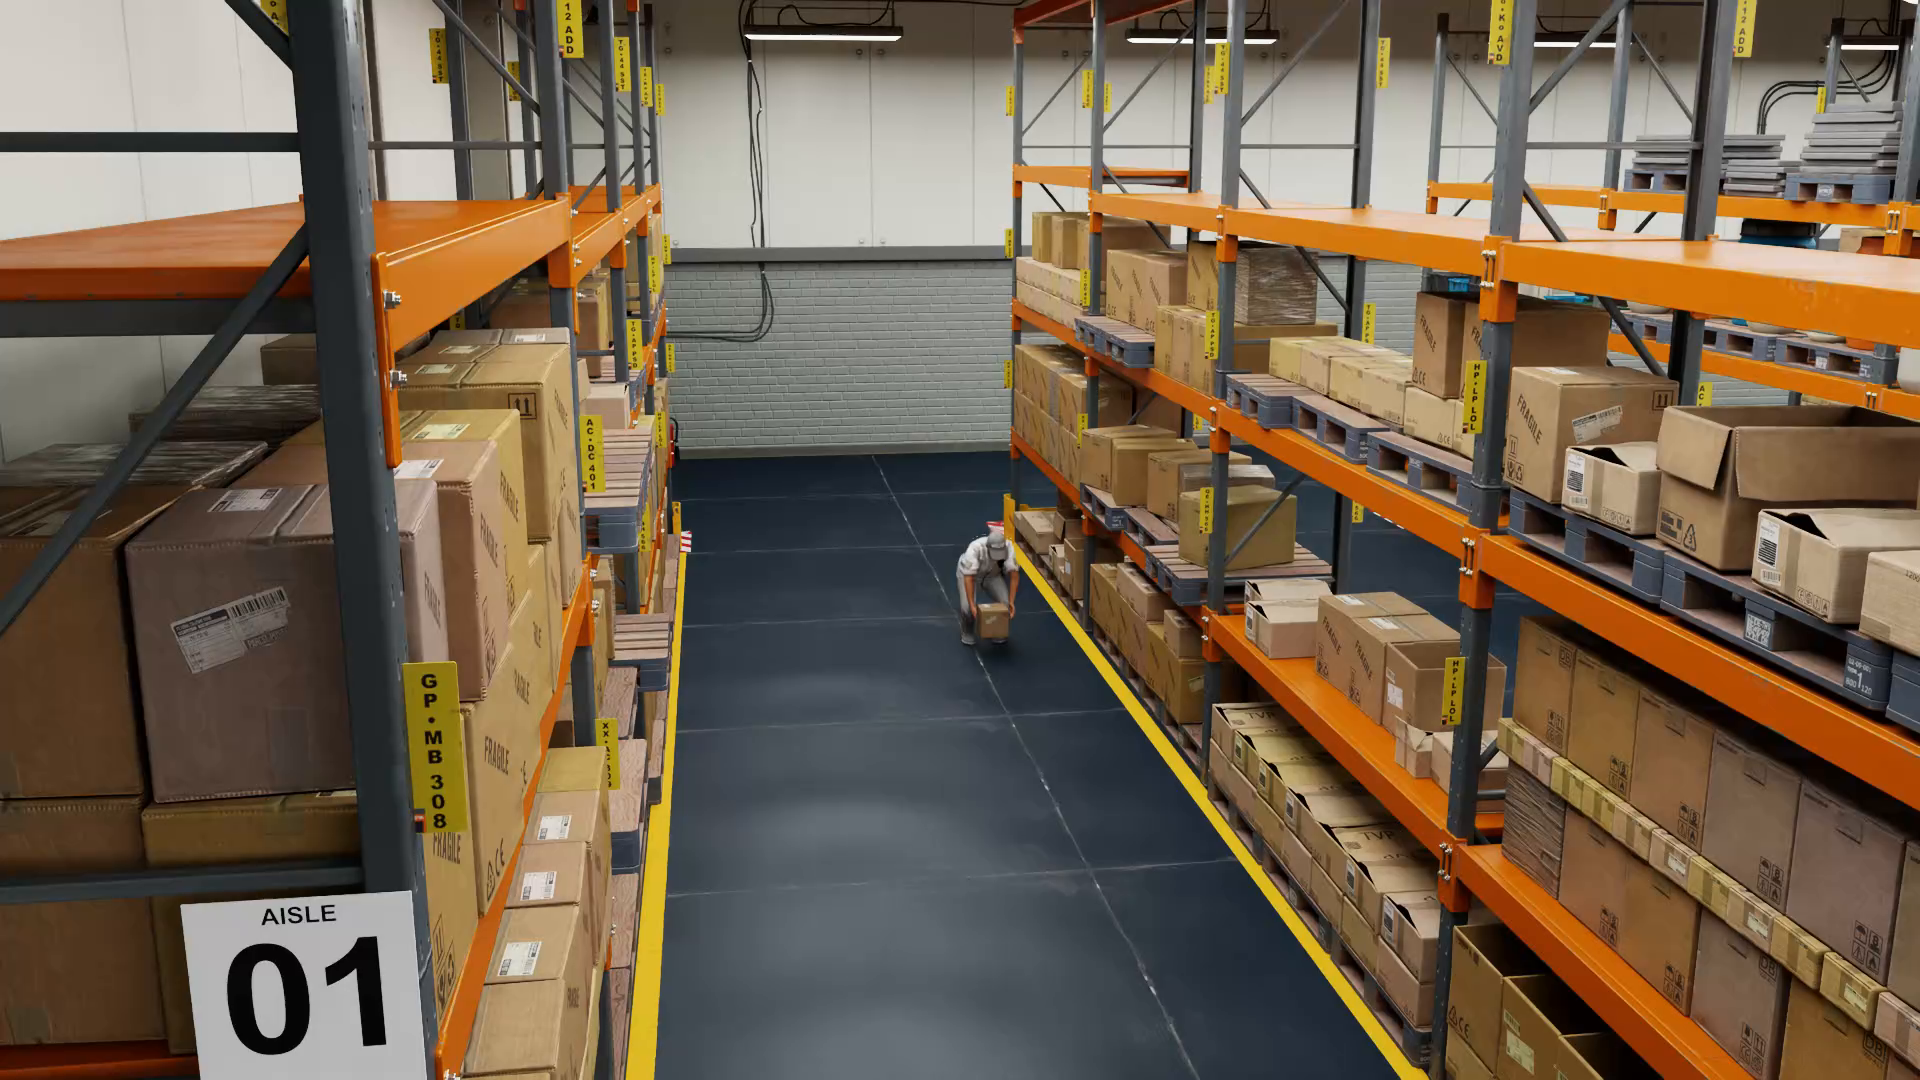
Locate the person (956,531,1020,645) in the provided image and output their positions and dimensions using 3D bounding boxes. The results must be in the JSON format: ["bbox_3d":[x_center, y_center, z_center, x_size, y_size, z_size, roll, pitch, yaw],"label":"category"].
[{"bbox_3d":[0.256,0.411,15.414,0.538,1.133,0.823,-2,13,-10],"label":"person"}]
